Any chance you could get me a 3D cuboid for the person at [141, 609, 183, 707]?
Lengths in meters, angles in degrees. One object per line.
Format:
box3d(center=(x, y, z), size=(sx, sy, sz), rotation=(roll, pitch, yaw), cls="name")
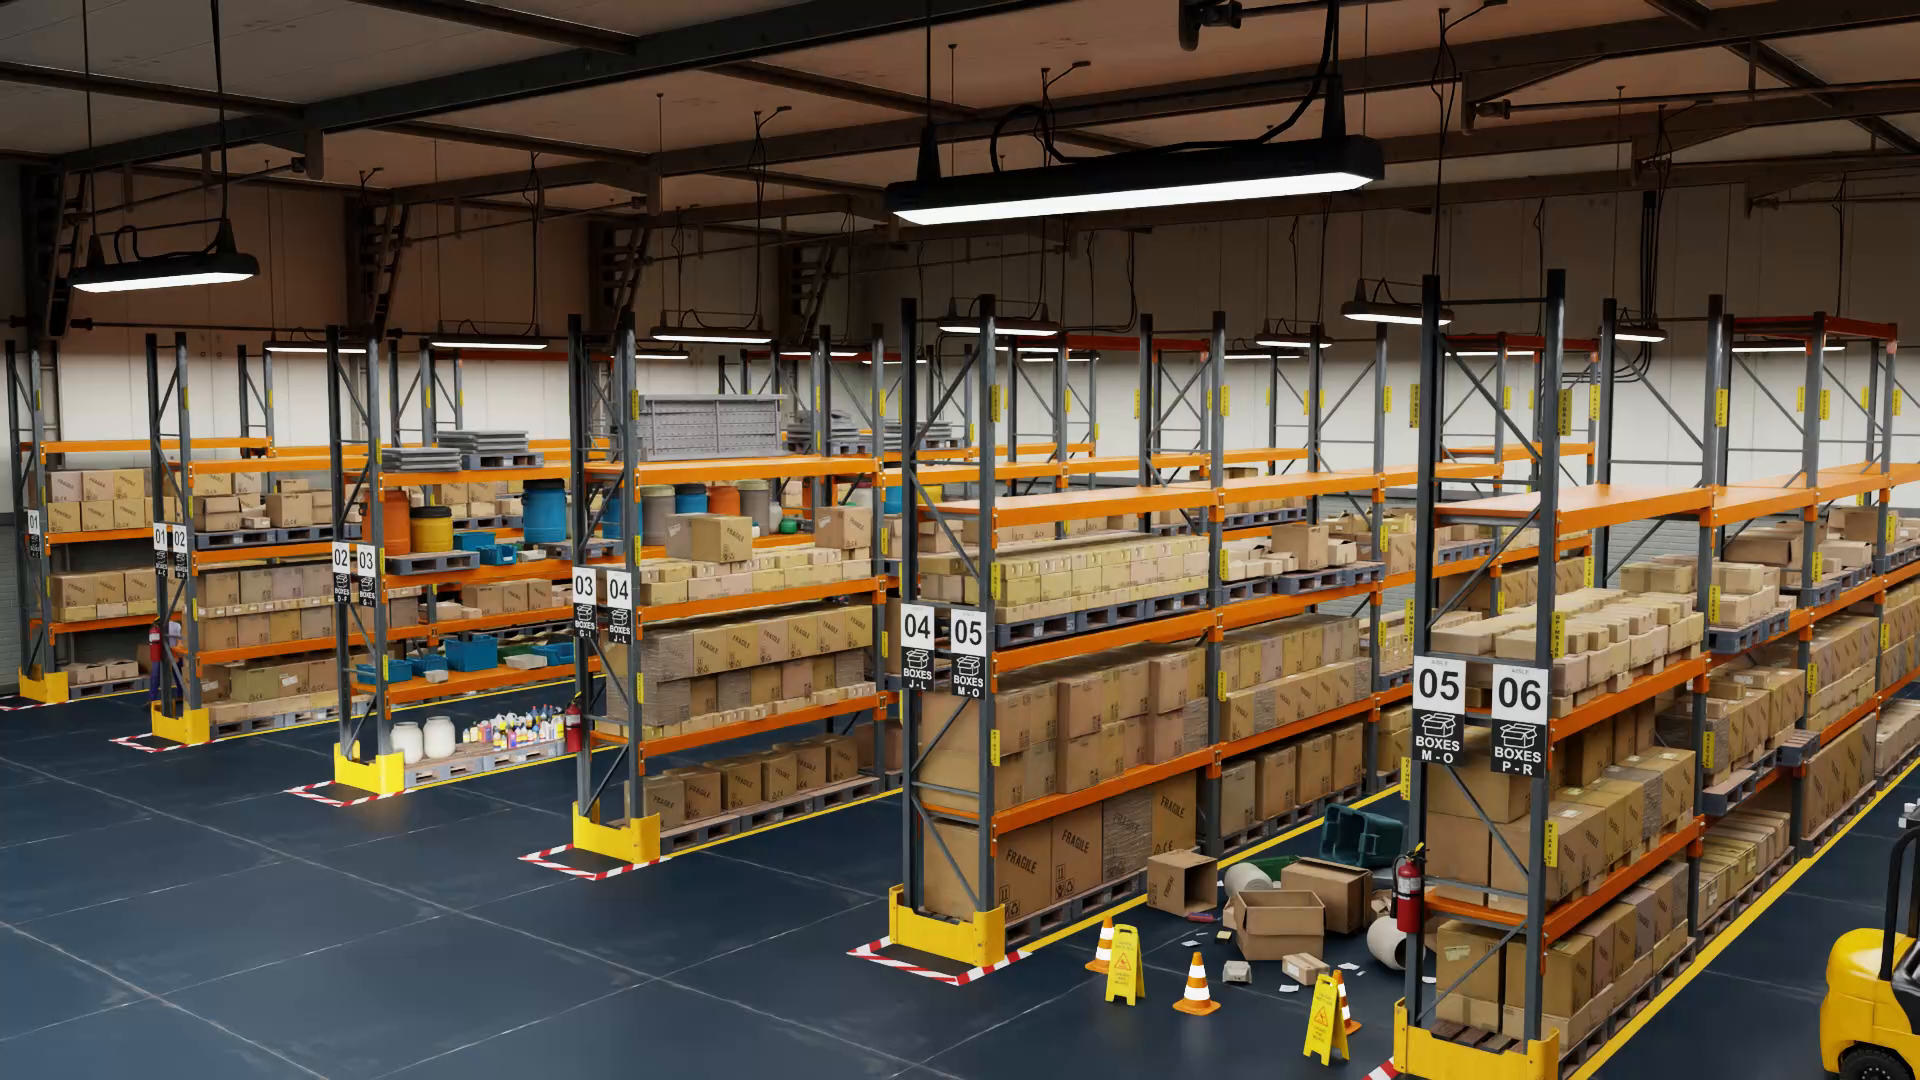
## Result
box3d(center=(-12.999, 1.901, 27.194), size=(0.528, 1.592, 0.988), rotation=(-1, 5, -8), cls="person")
